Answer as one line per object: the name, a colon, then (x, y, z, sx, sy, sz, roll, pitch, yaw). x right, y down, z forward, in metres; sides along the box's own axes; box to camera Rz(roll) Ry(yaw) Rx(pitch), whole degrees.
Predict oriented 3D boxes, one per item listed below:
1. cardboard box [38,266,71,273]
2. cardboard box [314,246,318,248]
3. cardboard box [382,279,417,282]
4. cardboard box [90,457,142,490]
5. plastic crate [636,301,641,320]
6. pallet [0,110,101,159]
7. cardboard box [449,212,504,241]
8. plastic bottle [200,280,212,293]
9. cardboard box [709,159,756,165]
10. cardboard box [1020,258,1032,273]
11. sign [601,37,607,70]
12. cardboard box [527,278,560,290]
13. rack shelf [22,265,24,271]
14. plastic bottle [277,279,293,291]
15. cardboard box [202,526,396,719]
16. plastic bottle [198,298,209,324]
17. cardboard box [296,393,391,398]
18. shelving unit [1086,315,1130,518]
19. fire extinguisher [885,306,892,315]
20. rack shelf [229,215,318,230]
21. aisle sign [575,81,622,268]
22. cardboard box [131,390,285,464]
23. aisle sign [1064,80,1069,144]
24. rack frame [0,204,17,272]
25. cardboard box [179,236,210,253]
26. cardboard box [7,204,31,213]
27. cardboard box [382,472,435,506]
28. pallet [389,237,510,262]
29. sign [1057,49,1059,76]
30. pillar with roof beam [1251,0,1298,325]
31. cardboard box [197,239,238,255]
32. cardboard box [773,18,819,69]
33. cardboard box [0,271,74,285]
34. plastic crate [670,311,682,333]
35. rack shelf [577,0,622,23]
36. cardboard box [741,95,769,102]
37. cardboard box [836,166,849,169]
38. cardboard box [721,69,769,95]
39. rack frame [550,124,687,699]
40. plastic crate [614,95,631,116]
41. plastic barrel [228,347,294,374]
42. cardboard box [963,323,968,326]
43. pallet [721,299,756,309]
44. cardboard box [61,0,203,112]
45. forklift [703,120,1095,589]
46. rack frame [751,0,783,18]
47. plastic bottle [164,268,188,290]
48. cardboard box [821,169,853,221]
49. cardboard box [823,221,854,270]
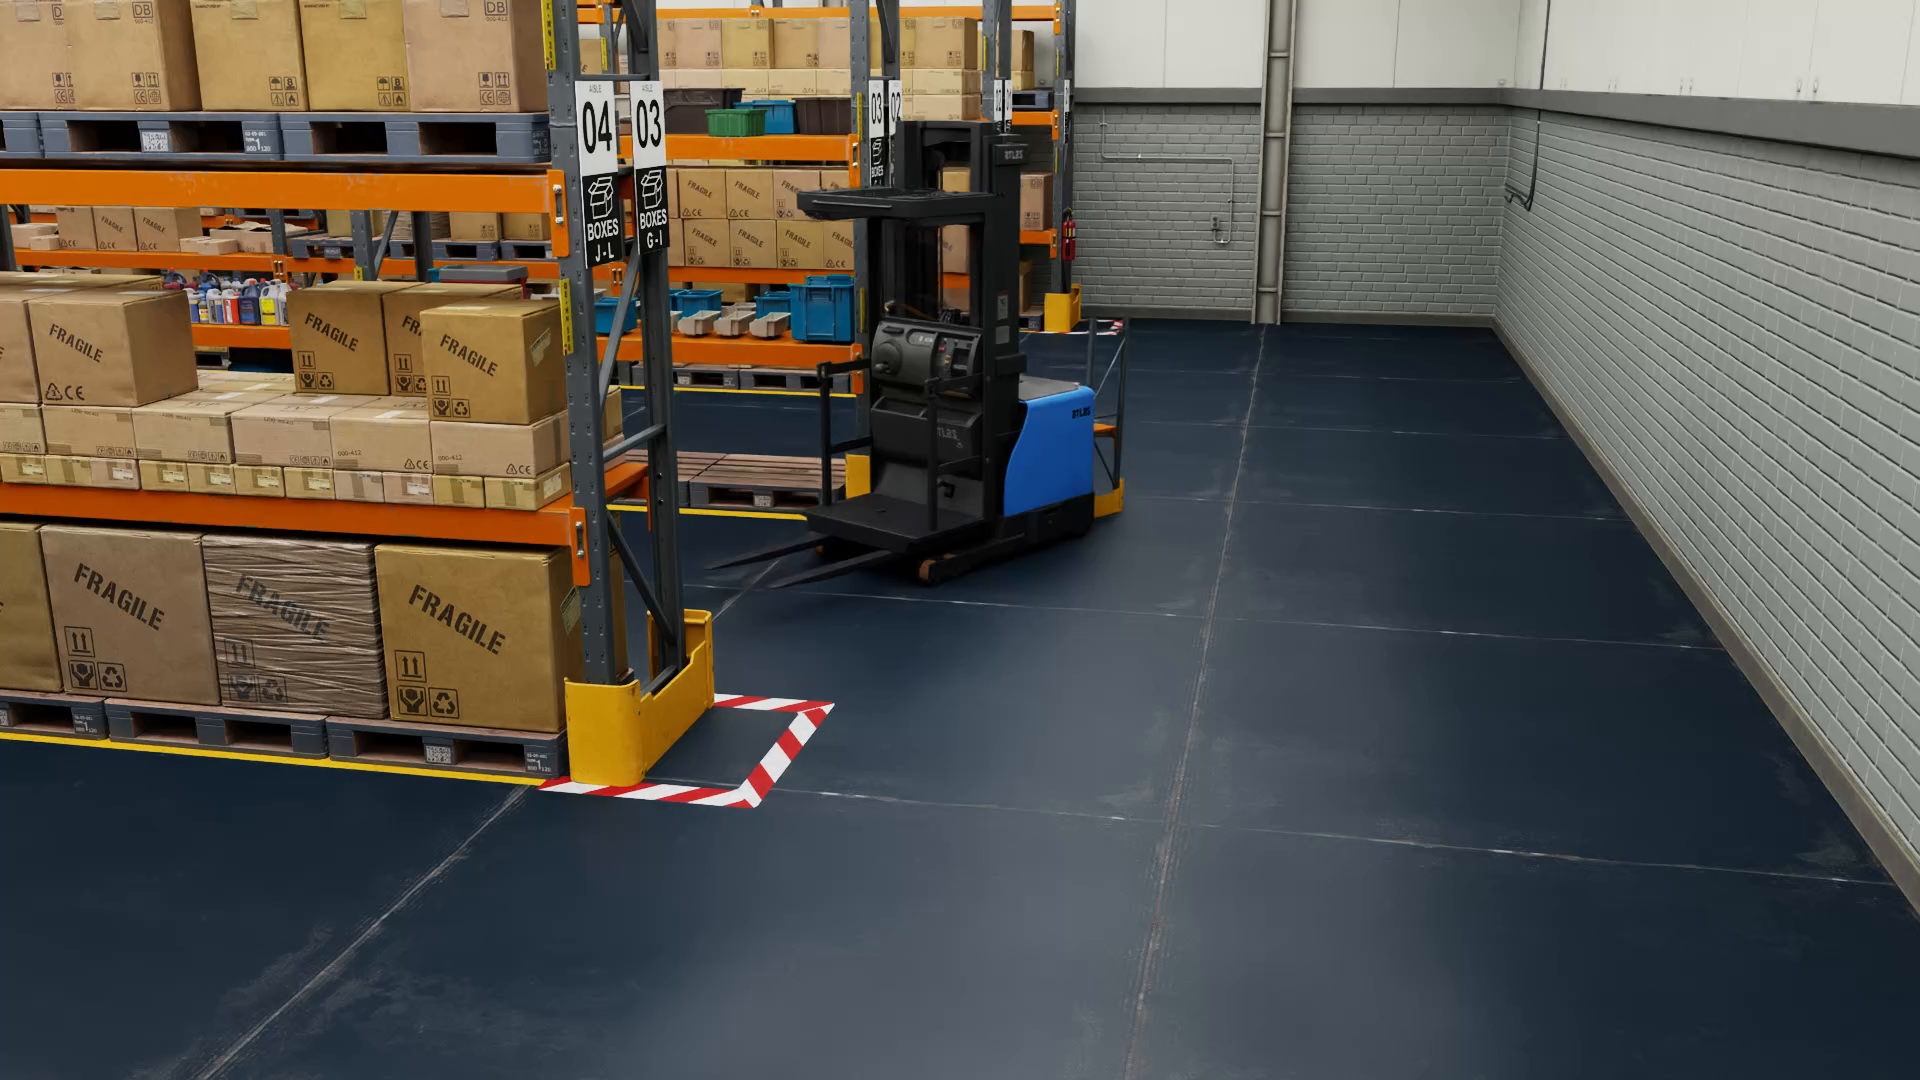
cardboard box: (-13.659, -4.040, 25.170, 0.500, 0.311, 0.500, 1, 16, 5)
cardboard box: (-9.242, -4.283, 24.288, 0.500, 0.250, 0.500, 3, 16, 10)
cardboard box: (-6.443, -2.841, 19.083, 0.500, 0.250, 0.500, 4, 16, 13)
cardboard box: (-4.027, -0.366, 8.164, 0.250, 0.149, 0.380, 3, 16, 12)
plastic crate: (-2.767, -1.842, 13.404, 0.466, 0.136, 0.293, 3, 16, 11)
pallet: (-4.721, -2.015, 8.194, 1.213, 0.211, 1.003, 3, 16, 11)
cardboard box: (-5.286, -3.578, 18.316, 0.500, 0.500, 0.700, -1, 16, -3)
plastic bottle: (-6.374, -2.064, 14.065, 0.097, 0.271, 0.097, 0, 15, 0)
cardboard box: (-3.068, -5.066, 22.476, 0.500, 0.250, 0.500, 4, 16, 12)
cardboard box: (0.817, -3.700, 22.411, 0.250, 0.149, 0.380, 3, 16, 11)
sign: (-3.650, -4.989, 17.058, 0.005, 0.325, 0.100, 3, 16, 11)
cardboard box: (-5.785, -3.851, 23.517, 0.750, 0.750, 0.750, 3, 16, 10)
rack shelf: (-13.342, -3.435, 20.121, 4.000, 0.370, 1.077, 3, 16, 11)
plastic bottle: (-5.471, -1.931, 13.438, 0.185, 0.351, 0.144, 3, 16, 11)
cardboard box: (-3.136, 0.314, 8.432, 0.875, 0.875, 0.875, 3, 16, 11)
plastic bottle: (-6.087, -1.847, 13.414, 0.097, 0.201, 0.097, 0, 15, 0)
cardboard box: (-3.020, -0.666, 8.503, 0.500, 0.250, 0.500, 3, 16, 9)
shelving unit: (0.683, -1.002, 12.731, 1.083, 1.500, 0.587, 12, 16, 36)
fire extinguisher: (-0.557, -1.397, 12.261, 0.183, 0.674, 0.296, 3, 16, 11)
rack shelf: (-8.439, -4.518, 24.032, 4.000, 0.370, 1.077, 3, 16, 11)
aisle sign: (-1.590, -1.616, 7.338, 0.004, 0.787, 0.394, 3, 16, 11)
cardboard box: (-3.636, -0.554, 8.096, 0.500, 0.250, 0.500, 3, 16, 11)
aisle sign: (1.371, -5.503, 21.371, 0.004, 0.787, 0.394, 3, 16, 11)
rack frame: (-8.453, -2.167, 14.196, 0.127, 3.000, 1.000, 3, 16, 11)
cardboard box: (-8.724, -3.395, 19.098, 0.250, 0.149, 0.380, 4, 16, 15)
cardboard box: (-13.904, -5.012, 24.712, 0.500, 0.250, 0.500, 3, 16, 9)
cardboard box: (-2.517, -0.284, 7.871, 0.250, 0.149, 0.380, 3, 16, 11)
pallet: (-5.556, -3.268, 18.529, 1.213, 0.211, 1.003, 3, 16, 11)
sign: (1.239, -6.026, 20.997, 0.005, 0.325, 0.100, 3, 16, 11)
pillar with roof beam: (3.321, -6.181, 17.447, 0.400, 9.000, 9.100, 3, 16, 11)
cardboard box: (-8.399, -3.317, 18.818, 0.250, 0.149, 0.380, 3, 16, 11)
cardboard box: (-1.586, -5.134, 17.228, 0.500, 0.500, 0.700, 3, 16, 11)
cardboard box: (-5.017, -1.136, 8.794, 0.500, 0.500, 0.500, 4, 16, 13)
plastic crate: (-2.302, -1.678, 12.811, 0.250, 0.136, 0.298, 3, 16, 11)
rack shelf: (-5.503, -5.708, 17.837, 4.000, 0.370, 1.077, 3, 16, 11)
cardboard box: (-2.137, -4.478, 17.200, 0.500, 0.250, 0.500, 3, 16, 11)
cardboard box: (-1.008, -3.713, 17.718, 0.500, 0.500, 0.500, 3, 16, 12)
cardboard box: (-2.138, -4.717, 17.128, 0.500, 0.250, 0.500, 3, 16, 11)
rack frame: (-1.601, -0.446, 7.982, 0.127, 3.000, 1.000, 3, 16, 11)
plastic crate: (-2.724, -3.328, 12.992, 0.530, 0.282, 0.437, 3, 16, 11)
plastic barrel: (-5.757, -1.216, 13.908, 0.708, 0.901, 0.600, 3, 16, 11)
cardboard box: (-0.205, -2.009, 17.483, 0.500, 0.500, 0.500, 3, 16, 11)
pallet: (-3.331, -3.223, 23.233, 1.213, 0.211, 1.003, 3, 16, 11)
cardboard box: (-3.732, -2.282, 7.831, 0.500, 0.500, 0.700, 4, 16, 14)
forklift: (-0.373, -1.269, 11.081, 1.130, 2.935, 3.031, 13, 20, 40)
rack frame: (-2.559, -7.437, 21.983, 0.127, 3.000, 1.000, 3, 16, 11)
plastic bottle: (-6.704, -2.153, 14.238, 0.185, 0.351, 0.144, 3, 16, 11)
cardboard box: (-1.118, -3.572, 17.207, 0.500, 0.500, 0.500, 4, 16, 13)
cardboard box: (-1.113, -3.092, 17.349, 0.500, 0.500, 0.500, 3, 16, 12)
